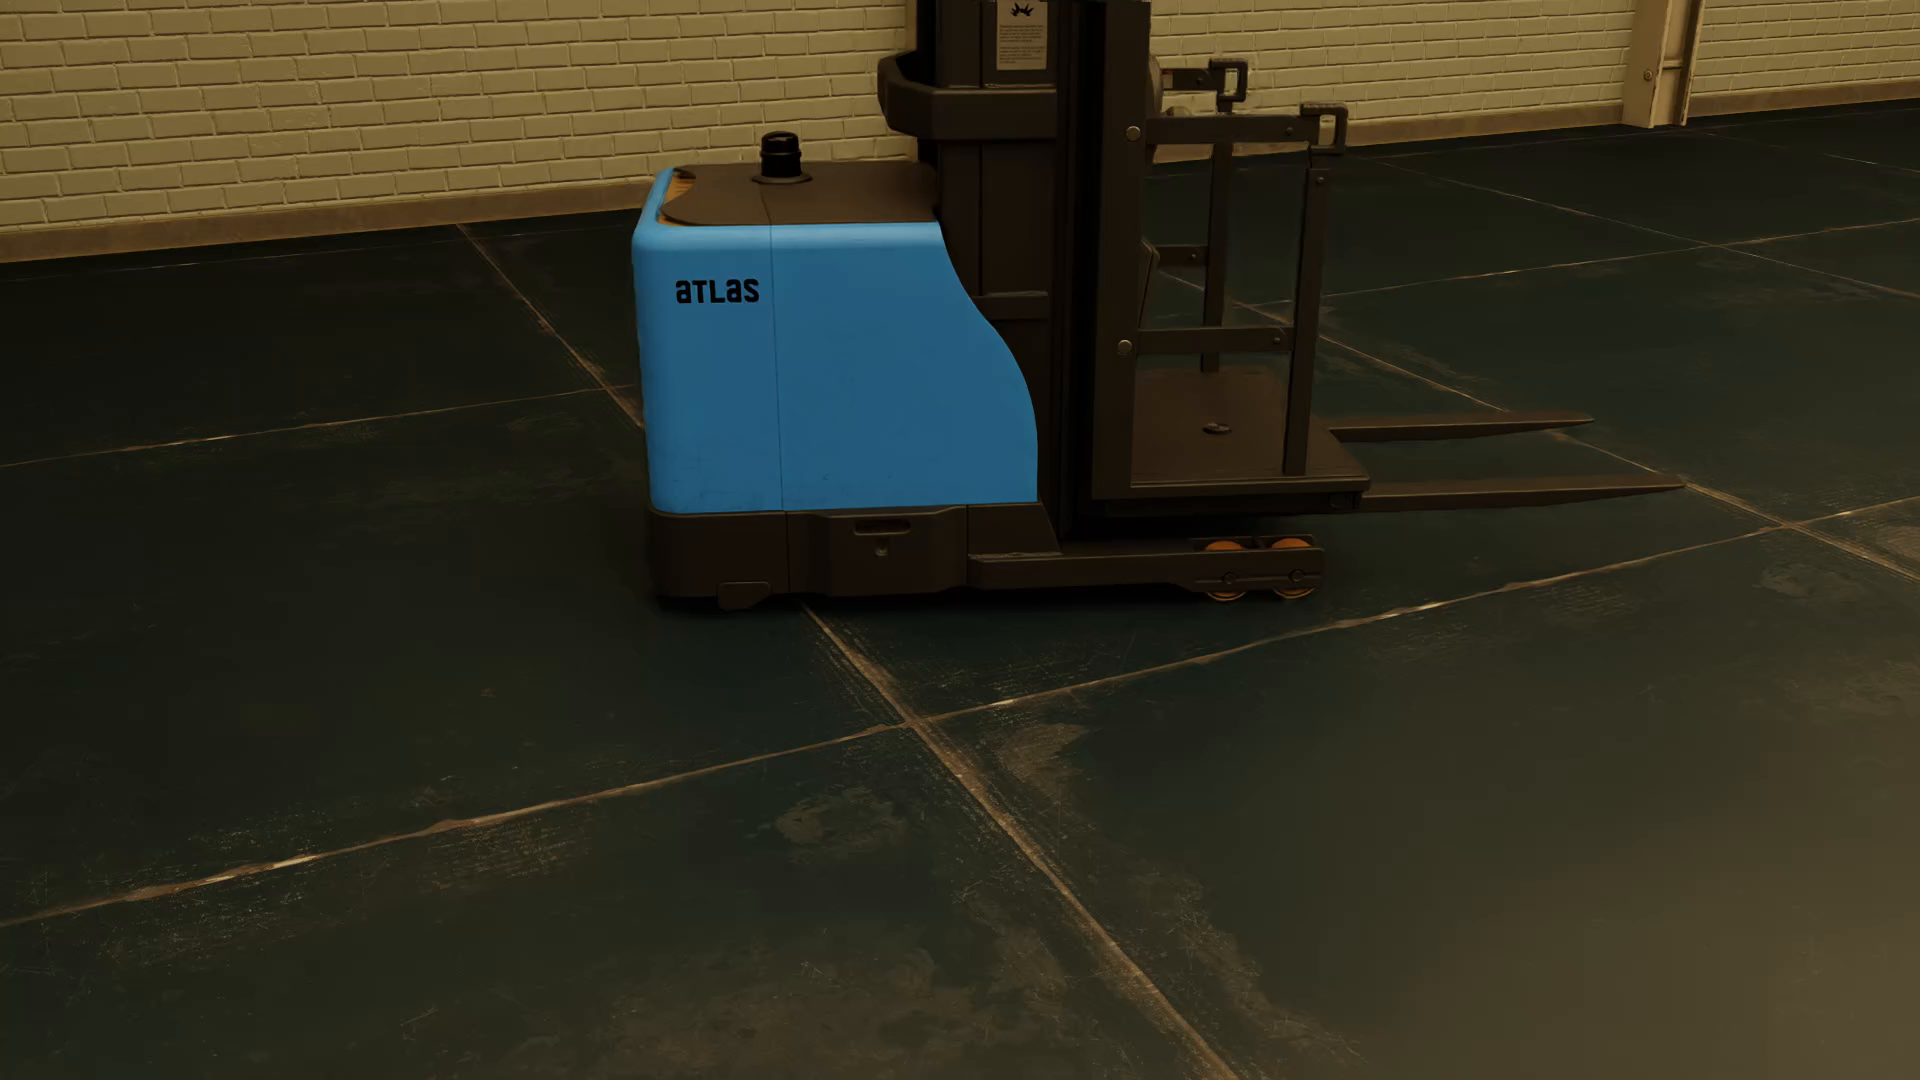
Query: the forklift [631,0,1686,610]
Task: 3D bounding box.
[{"bbox_3d":[0.612,-1.382,4.612,3.031,2.935,1.130,-2,23,-5],"label":"forklift"}]
